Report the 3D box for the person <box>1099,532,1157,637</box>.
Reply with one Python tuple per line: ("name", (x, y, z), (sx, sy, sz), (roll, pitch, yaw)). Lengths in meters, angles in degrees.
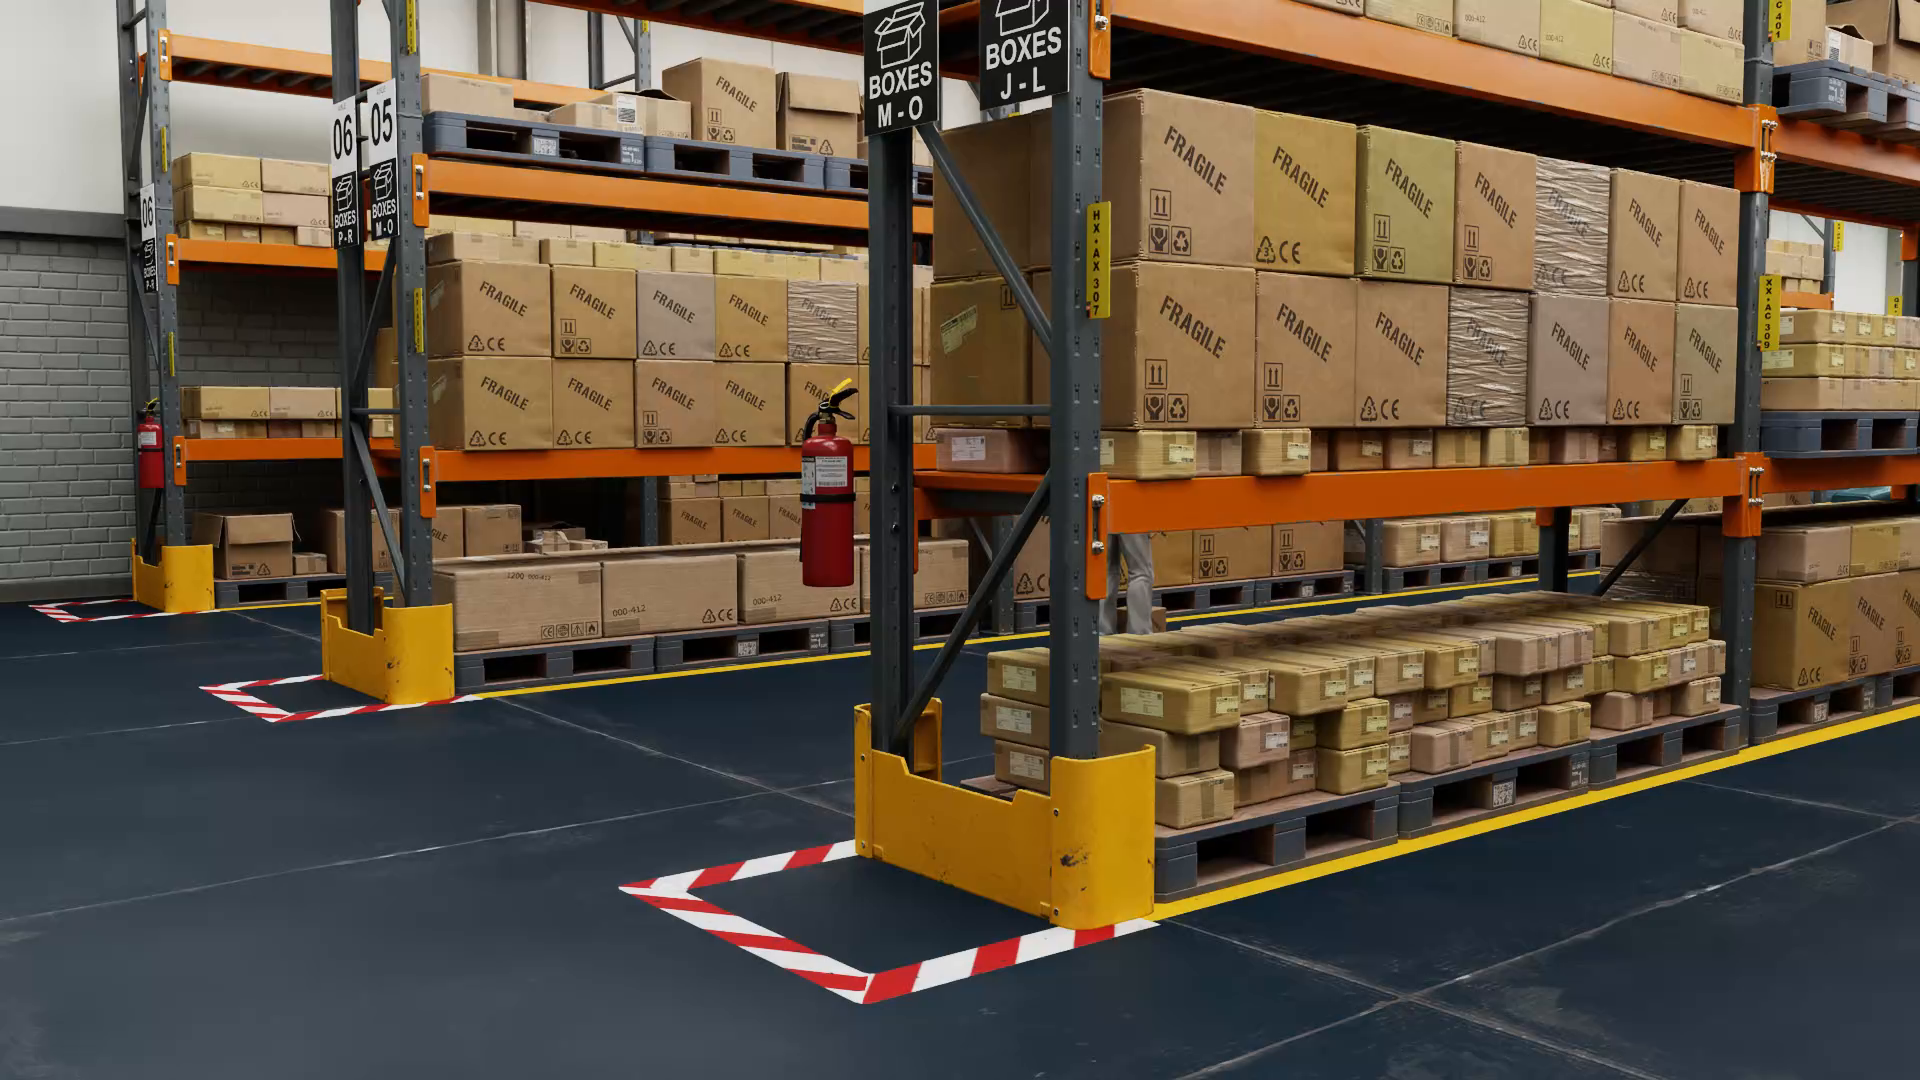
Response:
("person", (1.022, -0.129, 10.433), (0.489, 1.668, 0.358), (3, 6, 38))
